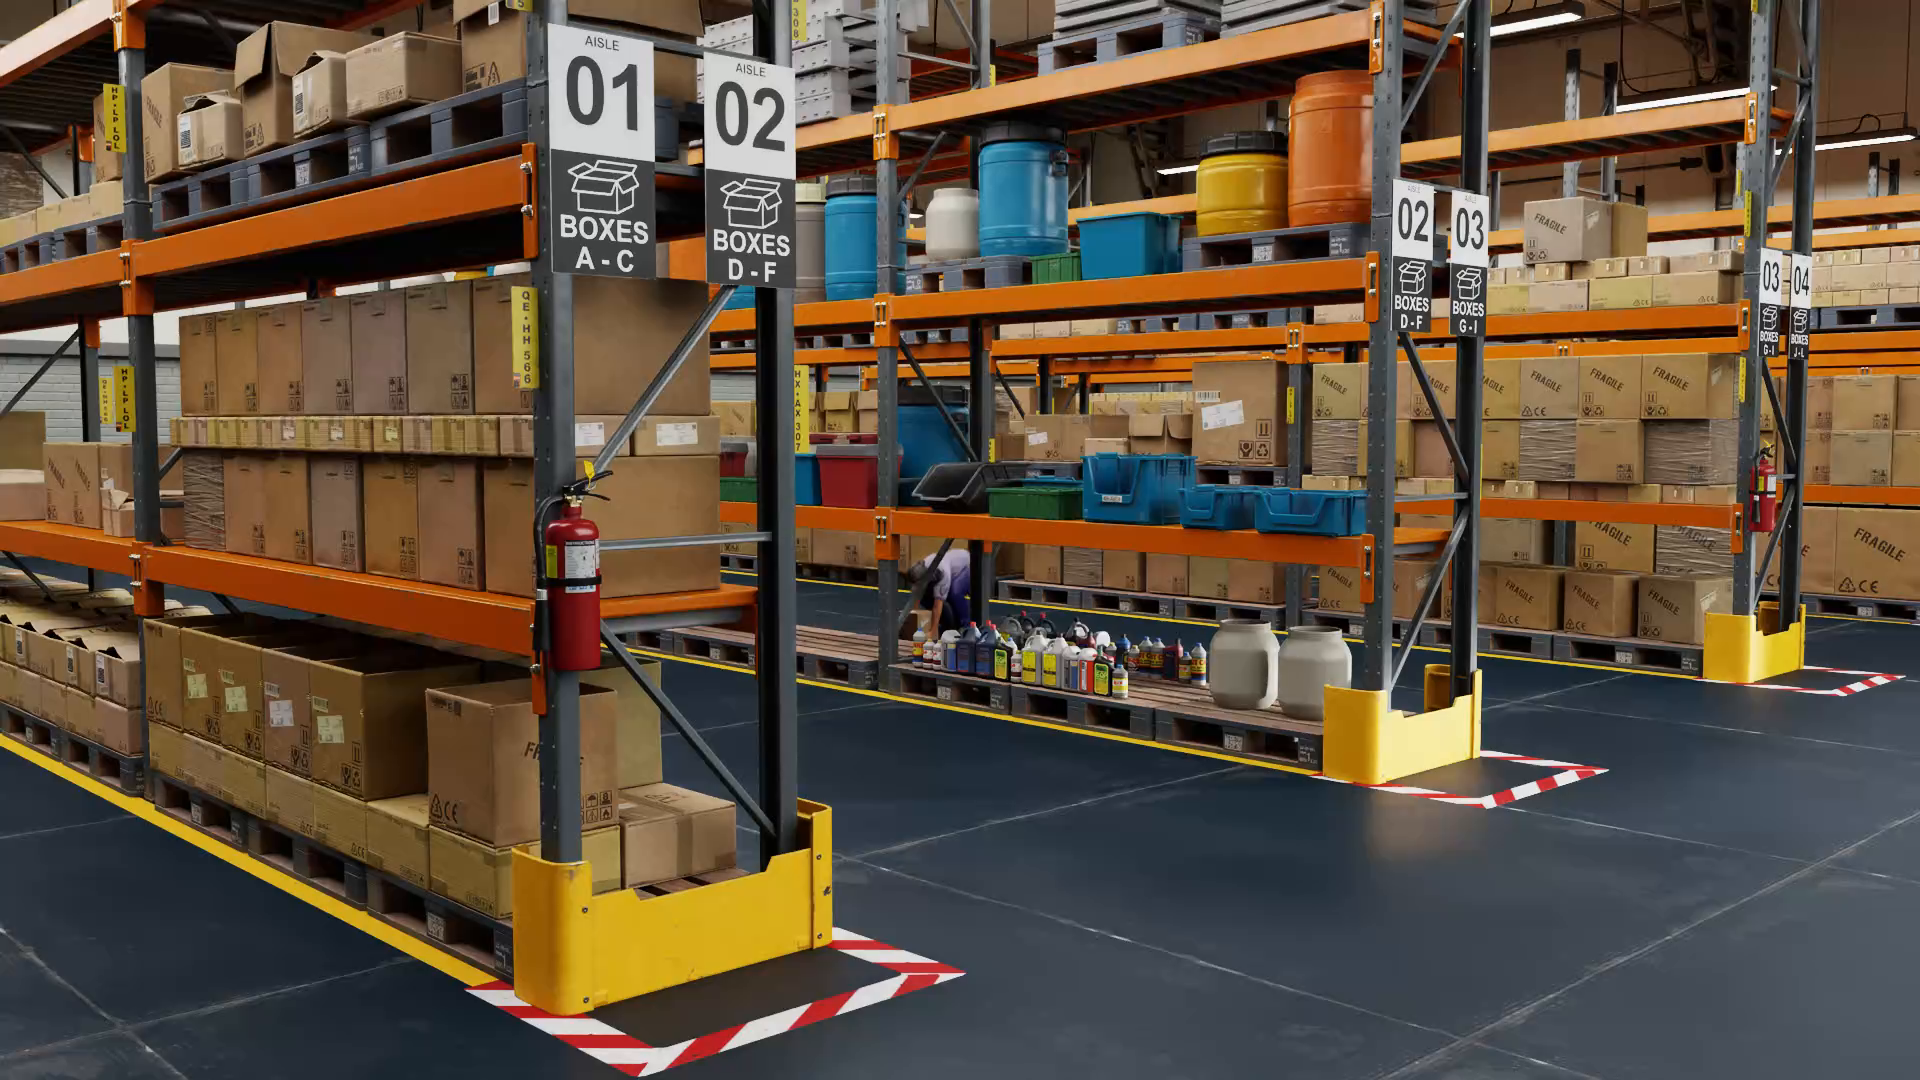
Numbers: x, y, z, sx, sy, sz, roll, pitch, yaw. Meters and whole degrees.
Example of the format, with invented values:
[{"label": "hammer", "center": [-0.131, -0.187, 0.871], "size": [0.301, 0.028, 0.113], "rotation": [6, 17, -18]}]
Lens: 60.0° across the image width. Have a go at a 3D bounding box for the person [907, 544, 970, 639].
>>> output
[{"label": "person", "center": [-0.153, 0.463, 14.972], "size": [0.509, 0.831, 0.900], "rotation": [4, 6, 43]}]
